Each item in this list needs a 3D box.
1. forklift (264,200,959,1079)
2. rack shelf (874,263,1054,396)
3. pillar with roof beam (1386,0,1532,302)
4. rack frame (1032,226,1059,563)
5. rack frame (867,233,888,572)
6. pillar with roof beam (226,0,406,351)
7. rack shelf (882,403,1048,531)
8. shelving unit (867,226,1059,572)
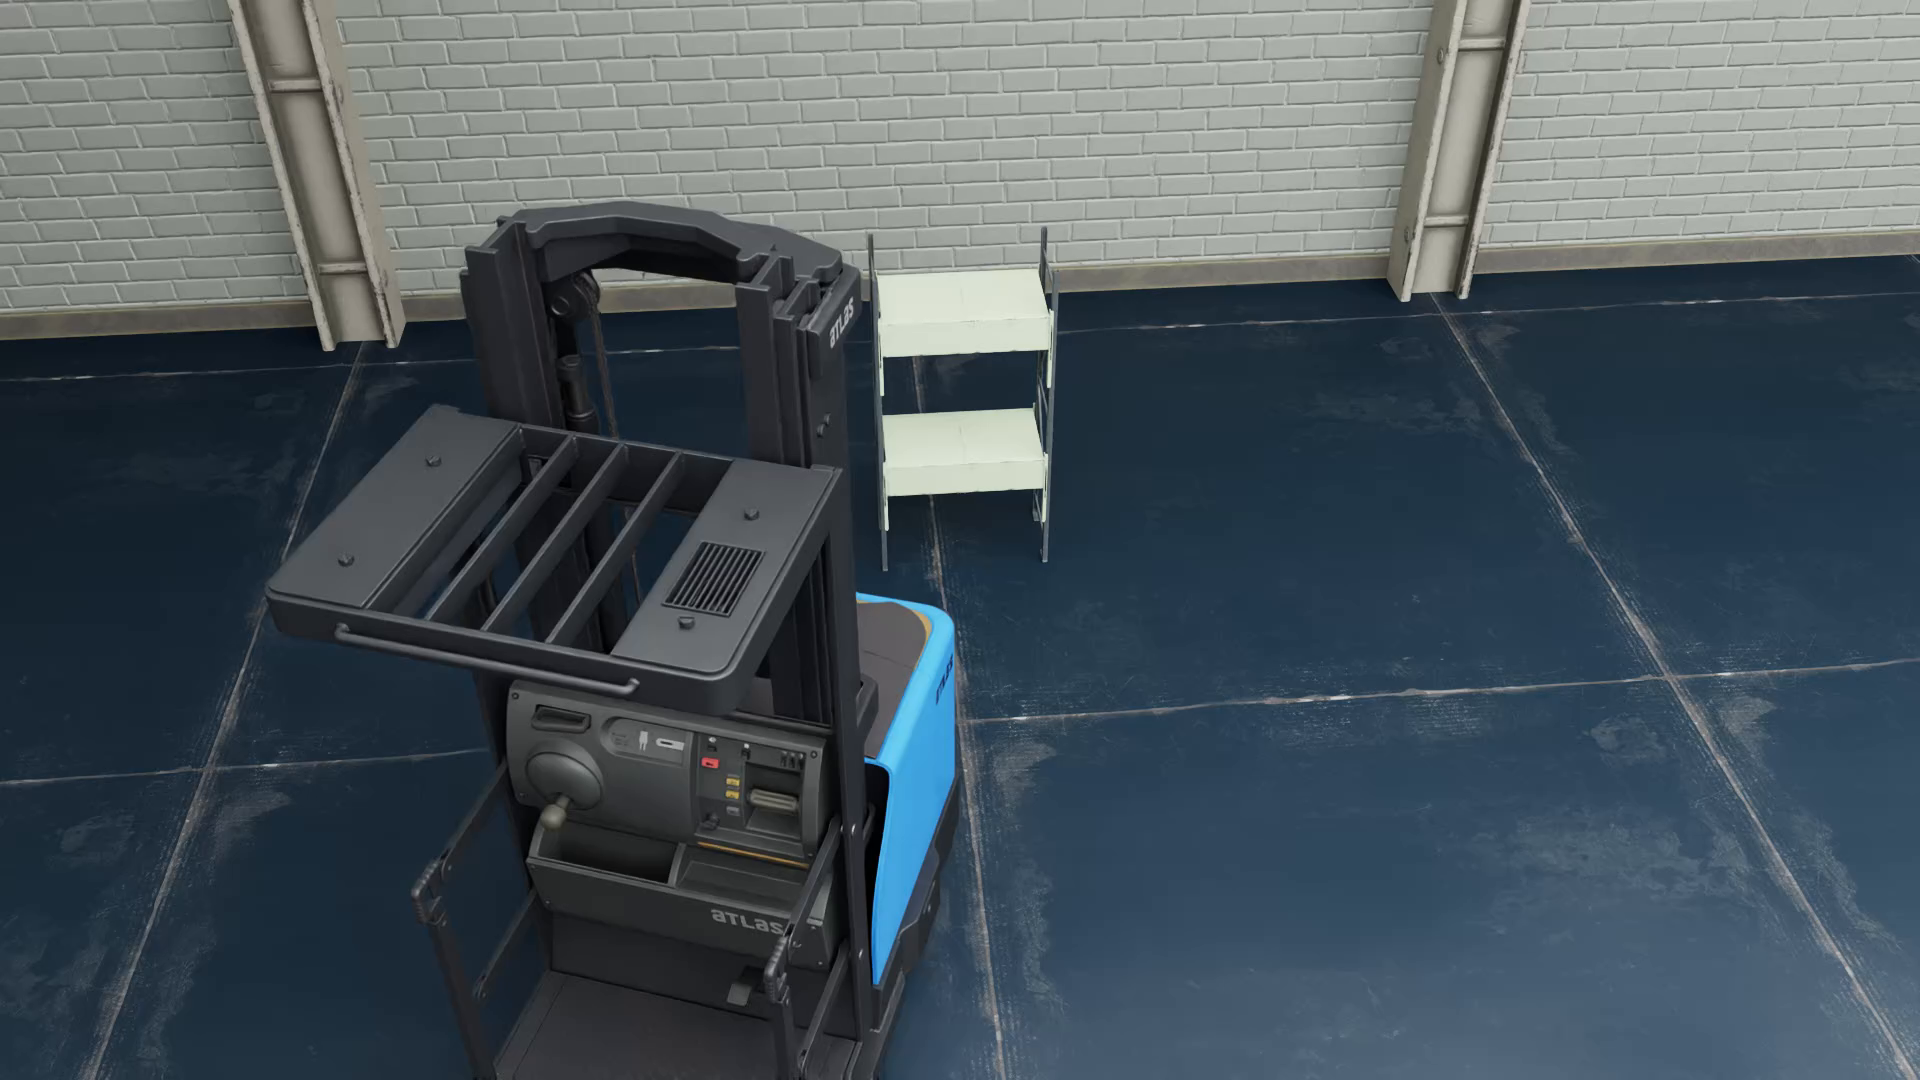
[{"bbox_3d":[-0.879,0.732,4.456,1.130,2.935,3.031,9,39,12],"label":"forklift"},{"bbox_3d":[0.007,-0.896,7.044,0.720,0.370,0.431,-3,38,-4],"label":"rack shelf"},{"bbox_3d":[3.073,-2.341,3.452,0.400,9.000,9.100,-3,38,-4],"label":"pillar with roof beam"},{"bbox_3d":[0.371,-0.609,7.311,0.023,1.500,0.400,-3,38,-4],"label":"rack frame"},{"bbox_3d":[-0.358,-0.569,7.260,0.023,1.500,0.400,-3,38,-4],"label":"rack frame"},{"bbox_3d":[-2.903,-2.012,3.035,0.400,9.000,9.100,-3,38,-4],"label":"pillar with roof beam"},{"bbox_3d":[0.007,-0.333,7.488,0.720,0.370,0.431,-3,38,-4],"label":"rack shelf"},{"bbox_3d":[0.007,-0.589,7.286,0.755,1.500,0.431,-3,38,-4],"label":"shelving unit"}]
